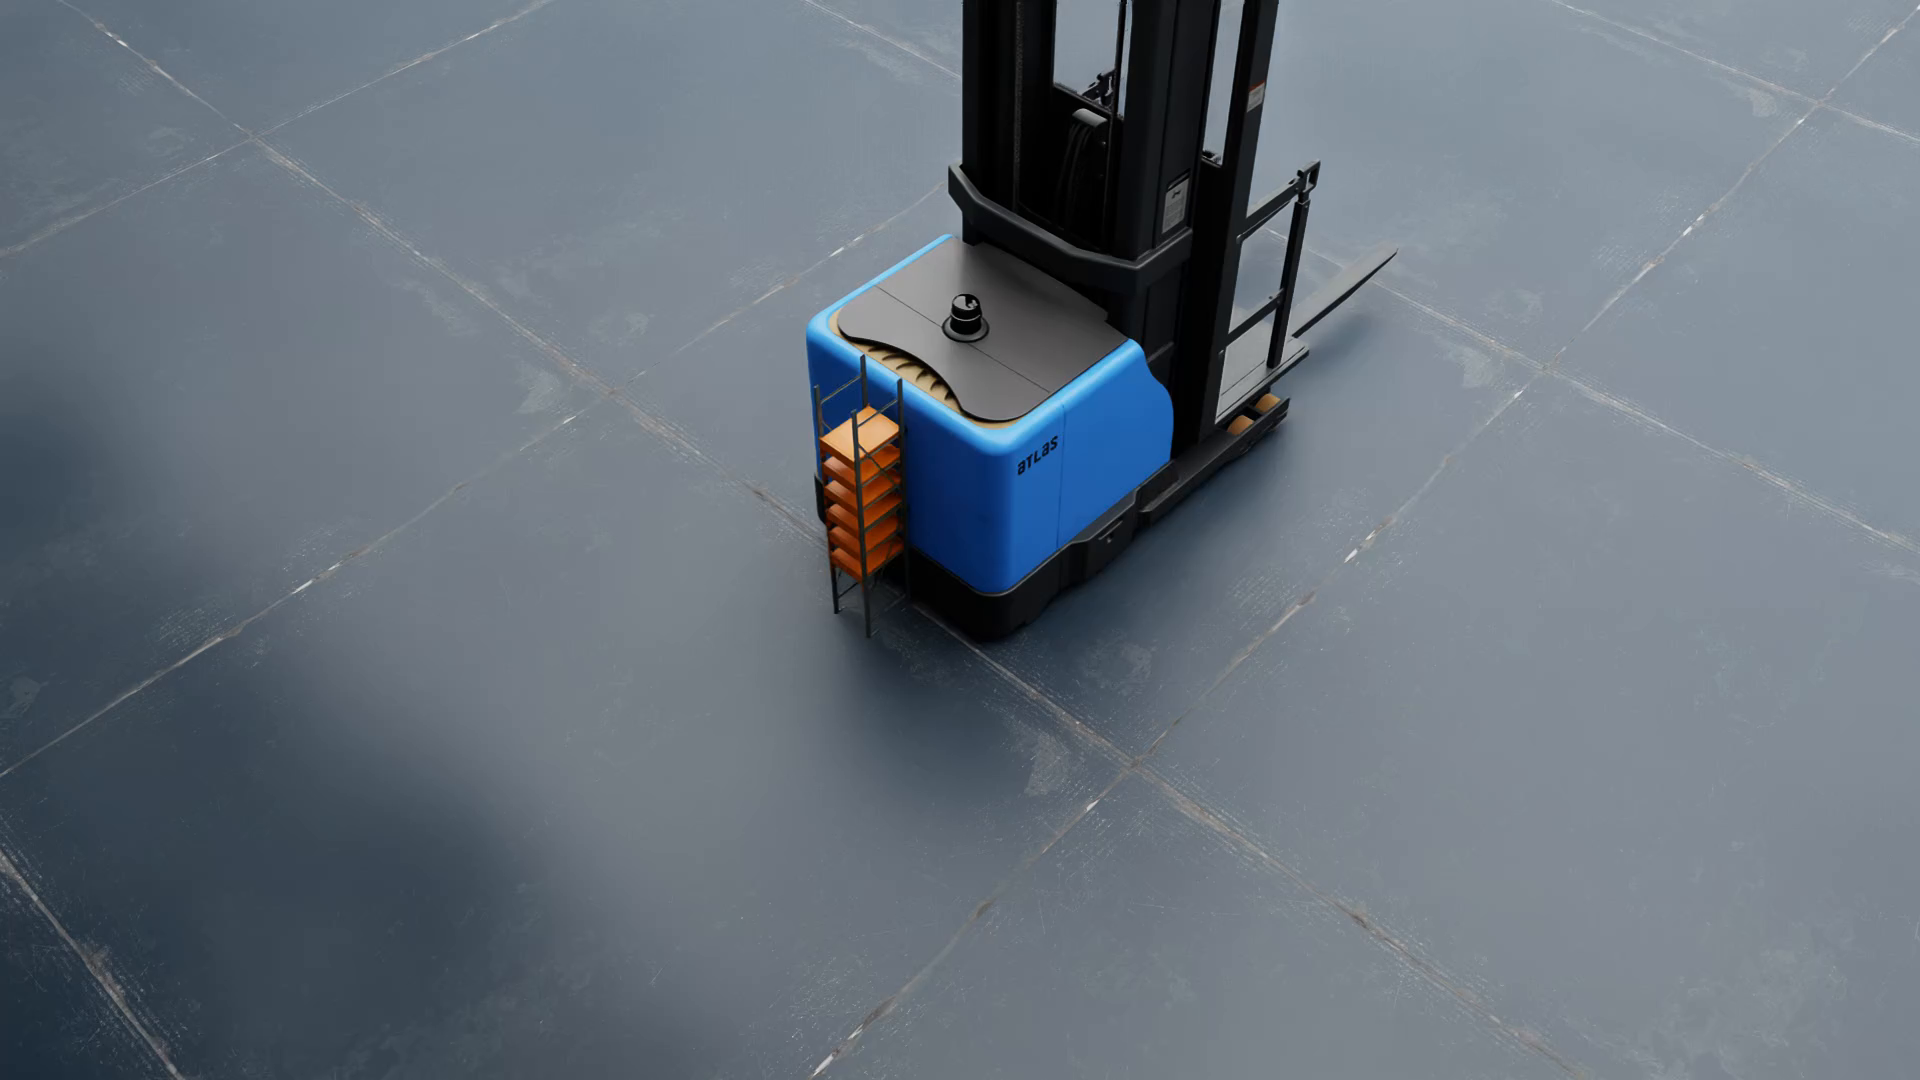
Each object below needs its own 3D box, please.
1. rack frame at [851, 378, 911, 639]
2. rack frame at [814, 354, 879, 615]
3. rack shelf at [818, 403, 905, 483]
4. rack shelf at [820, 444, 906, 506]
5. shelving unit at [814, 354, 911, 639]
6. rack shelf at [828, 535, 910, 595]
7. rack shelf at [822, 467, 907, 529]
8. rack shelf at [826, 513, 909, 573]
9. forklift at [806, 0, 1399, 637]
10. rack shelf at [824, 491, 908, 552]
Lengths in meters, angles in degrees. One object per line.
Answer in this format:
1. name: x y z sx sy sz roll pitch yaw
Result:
1. rack frame: -0.281 -0.086 6.115 0.006 1.200 0.240 35 56 28
2. rack frame: -0.414 -0.178 6.202 0.006 1.200 0.240 35 56 28
3. rack shelf: -0.349 -0.347 5.928 0.180 0.103 0.258 35 56 28
4. rack shelf: -0.348 -0.265 6.016 0.180 0.103 0.258 35 56 28
5. shelving unit: -0.348 -0.132 6.159 0.189 1.200 0.258 35 56 28
6. rack shelf: -0.347 0.062 6.367 0.180 0.103 0.258 35 56 28
7. rack shelf: -0.348 -0.184 6.103 0.180 0.103 0.258 35 56 28
8. rack shelf: -0.347 -0.020 6.279 0.180 0.103 0.258 35 56 28
9. forklift: 0.791 -1.609 6.359 1.130 2.935 3.031 35 56 28
10. rack shelf: -0.347 -0.102 6.191 0.180 0.103 0.258 35 56 28
